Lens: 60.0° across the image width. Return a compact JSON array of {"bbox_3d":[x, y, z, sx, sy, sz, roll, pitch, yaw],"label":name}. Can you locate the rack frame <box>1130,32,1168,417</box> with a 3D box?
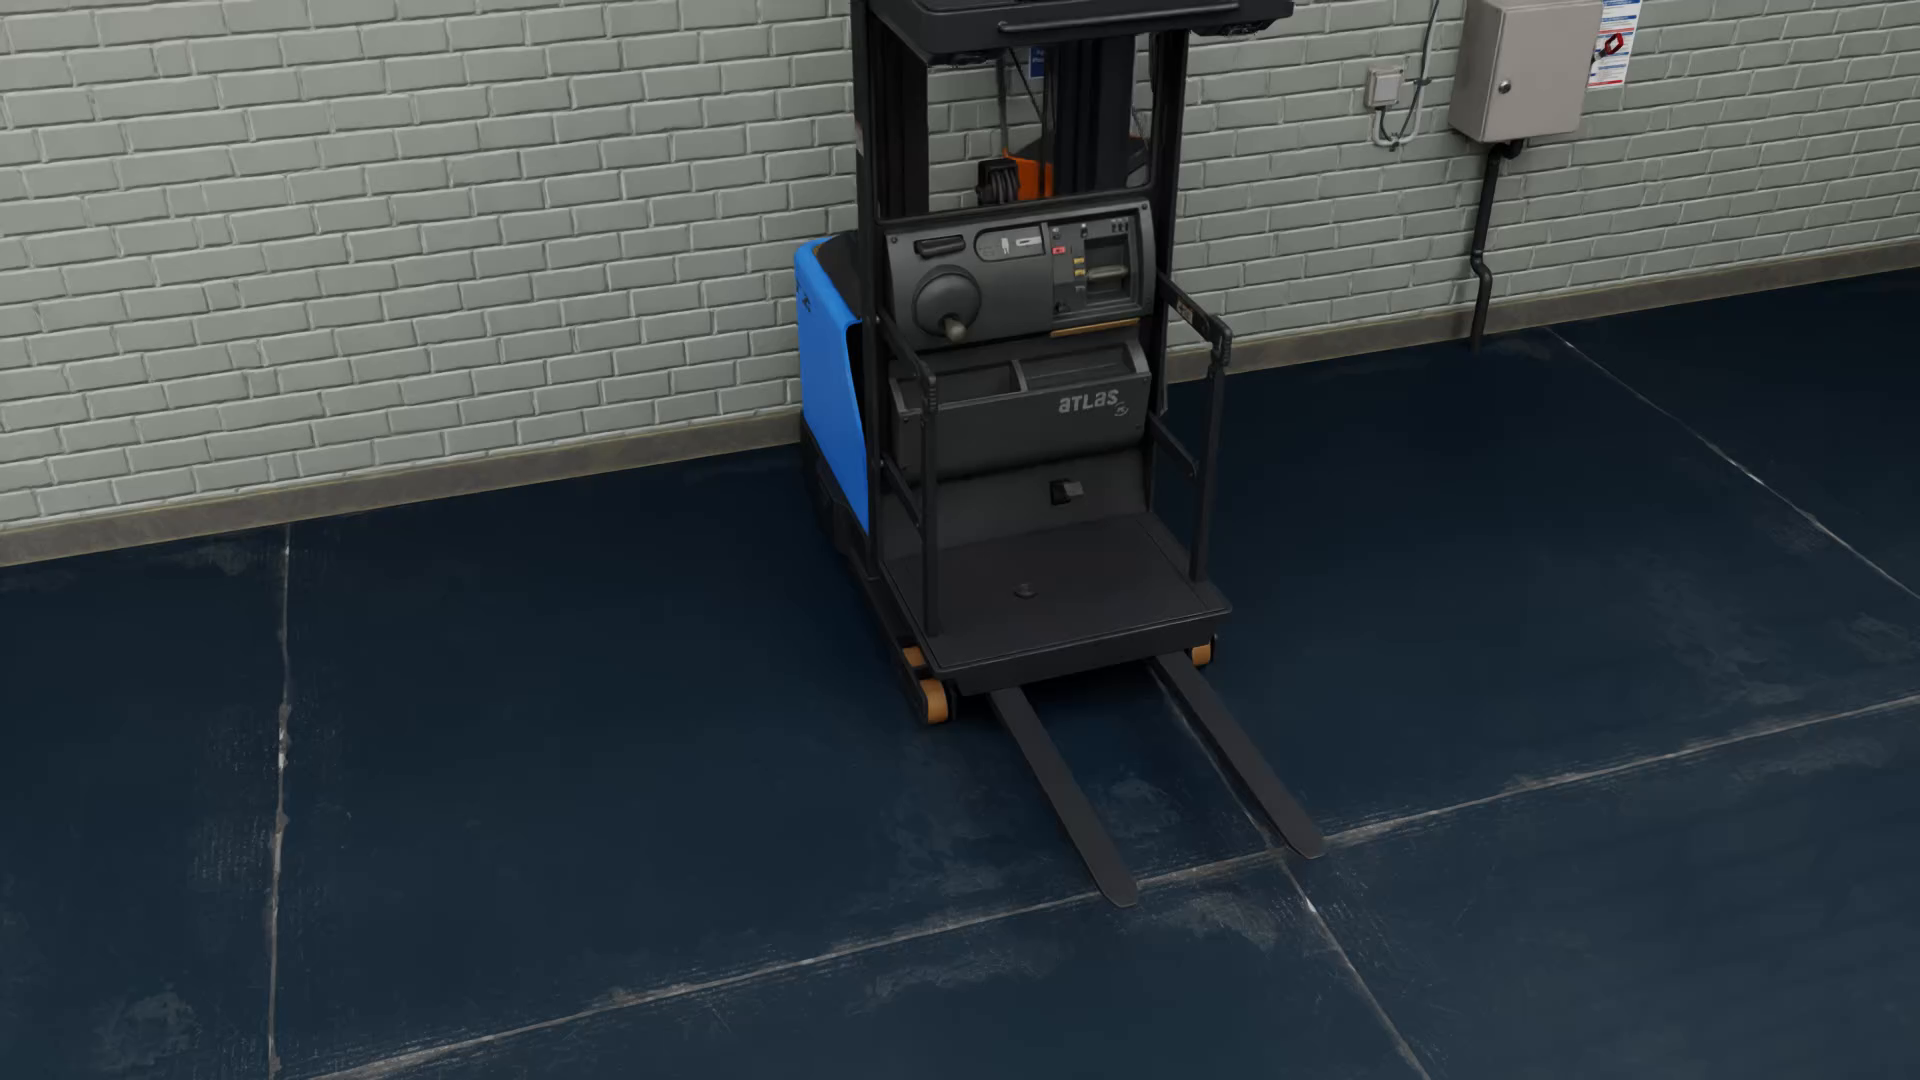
[{"bbox_3d":[0.701,-1.344,6.706,0.015,2.100,0.400,19,42,33],"label":"rack frame"}]

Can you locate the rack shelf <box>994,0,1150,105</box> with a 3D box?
[{"bbox_3d":[0.441,-1.975,6.453,0.480,0.518,0.431,19,42,33],"label":"rack shelf"}]

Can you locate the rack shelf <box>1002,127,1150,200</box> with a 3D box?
[{"bbox_3d":[0.508,-1.400,6.846,0.480,0.518,0.431,19,42,33],"label":"rack shelf"}]

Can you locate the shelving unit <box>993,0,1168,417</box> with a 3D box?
[{"bbox_3d":[0.507,-1.411,6.838,0.503,2.100,0.431,19,42,33],"label":"shelving unit"}]

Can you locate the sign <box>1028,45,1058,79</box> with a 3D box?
[{"bbox_3d":[0.436,-2.020,6.841,0.327,0.218,0.001,-10,35,-15],"label":"sign"}]

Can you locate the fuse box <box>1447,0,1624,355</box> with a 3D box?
[{"bbox_3d":[2.546,-1.622,7.653,0.539,1.711,0.414,-10,35,-15],"label":"fuse box"}]

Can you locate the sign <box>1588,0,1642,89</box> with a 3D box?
[{"bbox_3d":[2.953,-2.312,7.614,0.329,0.494,0.001,-10,35,-15],"label":"sign"}]

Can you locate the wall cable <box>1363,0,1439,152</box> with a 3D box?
[{"bbox_3d":[1.848,-2.552,6.969,0.588,1.984,0.122,-10,35,-15],"label":"wall cable"}]

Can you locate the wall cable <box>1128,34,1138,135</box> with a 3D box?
[{"bbox_3d":[0.501,-2.320,6.591,0.585,1.953,0.123,-10,35,-15],"label":"wall cable"}]

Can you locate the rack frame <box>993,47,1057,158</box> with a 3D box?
[{"bbox_3d":[0.313,-1.479,6.970,0.015,2.100,0.400,19,42,33],"label":"rack frame"}]

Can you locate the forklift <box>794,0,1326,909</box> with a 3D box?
[{"bbox_3d":[0.282,-0.833,5.353,1.130,2.935,3.031,-11,35,-16],"label":"forklift"}]
